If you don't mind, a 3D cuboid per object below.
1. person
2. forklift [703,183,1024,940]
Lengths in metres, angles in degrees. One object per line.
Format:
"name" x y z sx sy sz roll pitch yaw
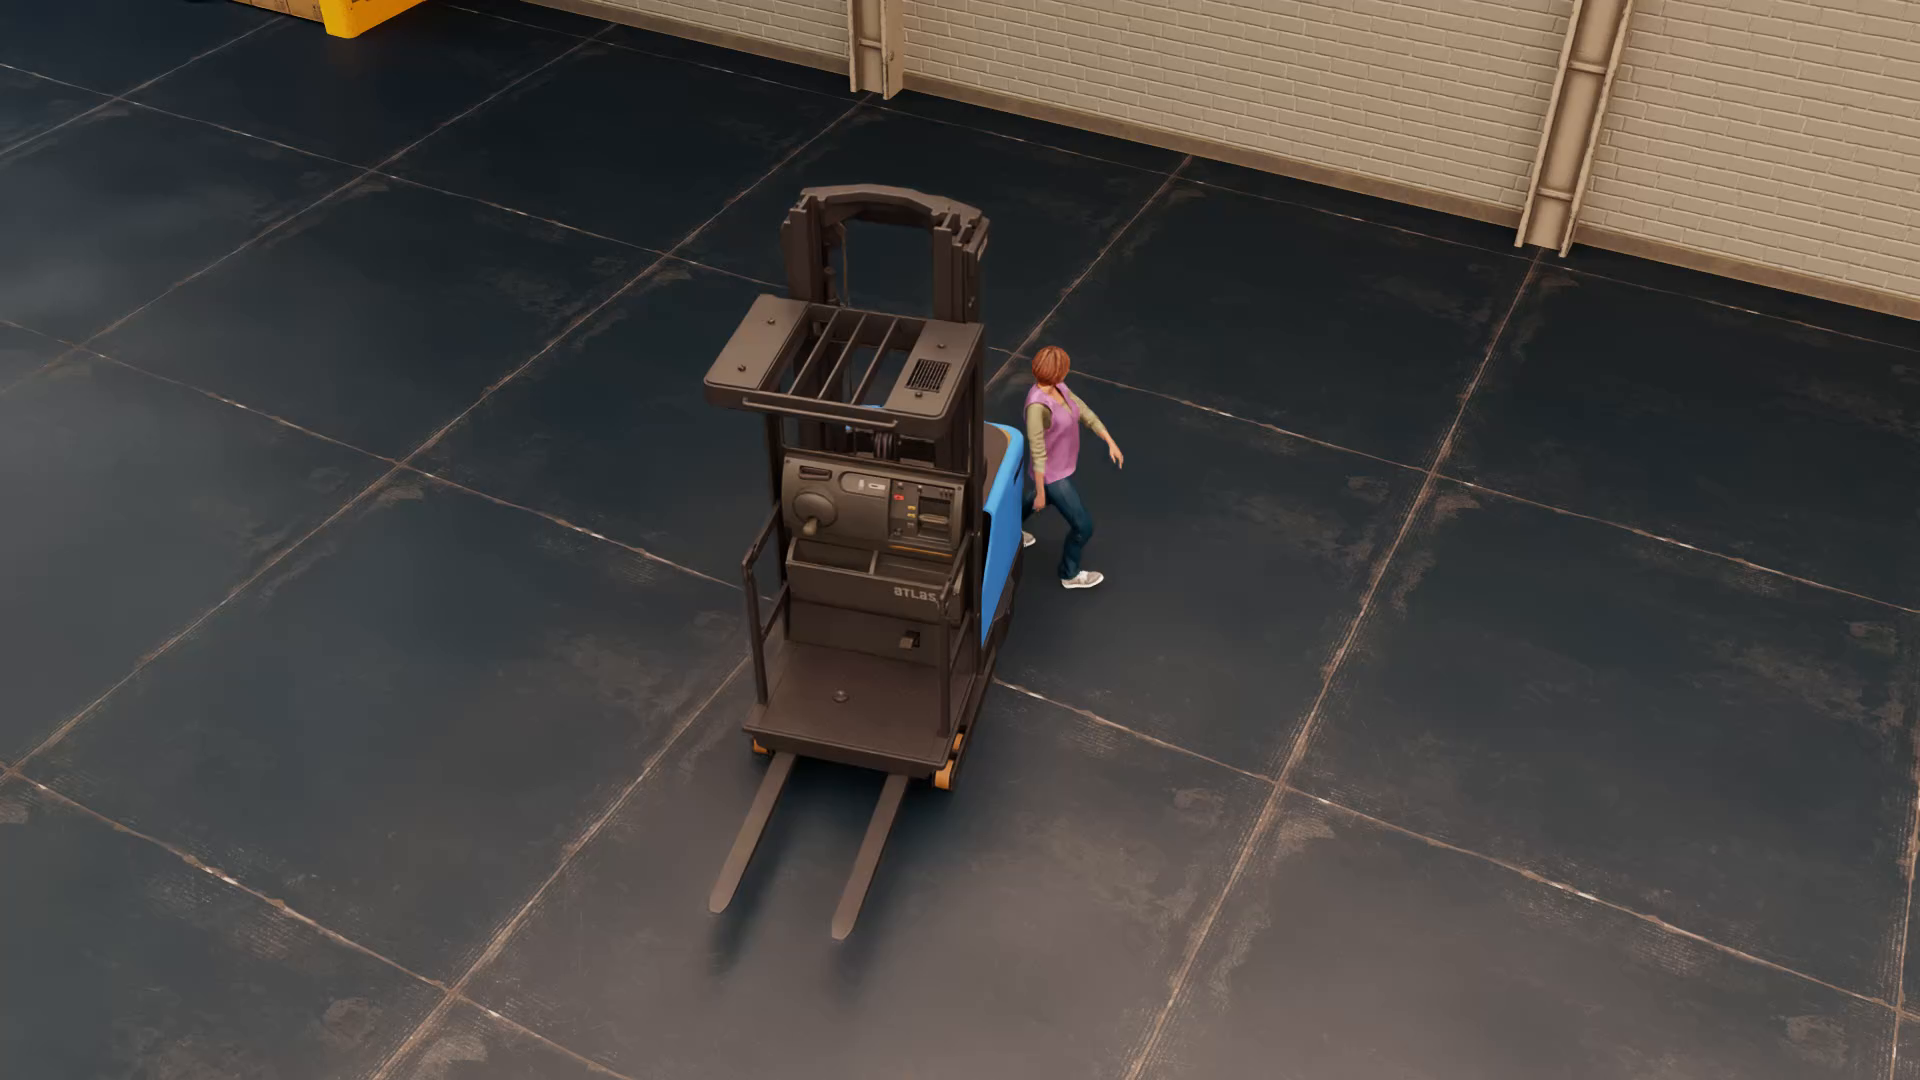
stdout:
"person" 0.541 -0.388 9.573 0.787 1.486 0.593 6 41 8
"forklift" -0.487 -0.093 8.097 1.130 2.935 3.031 9 41 11
